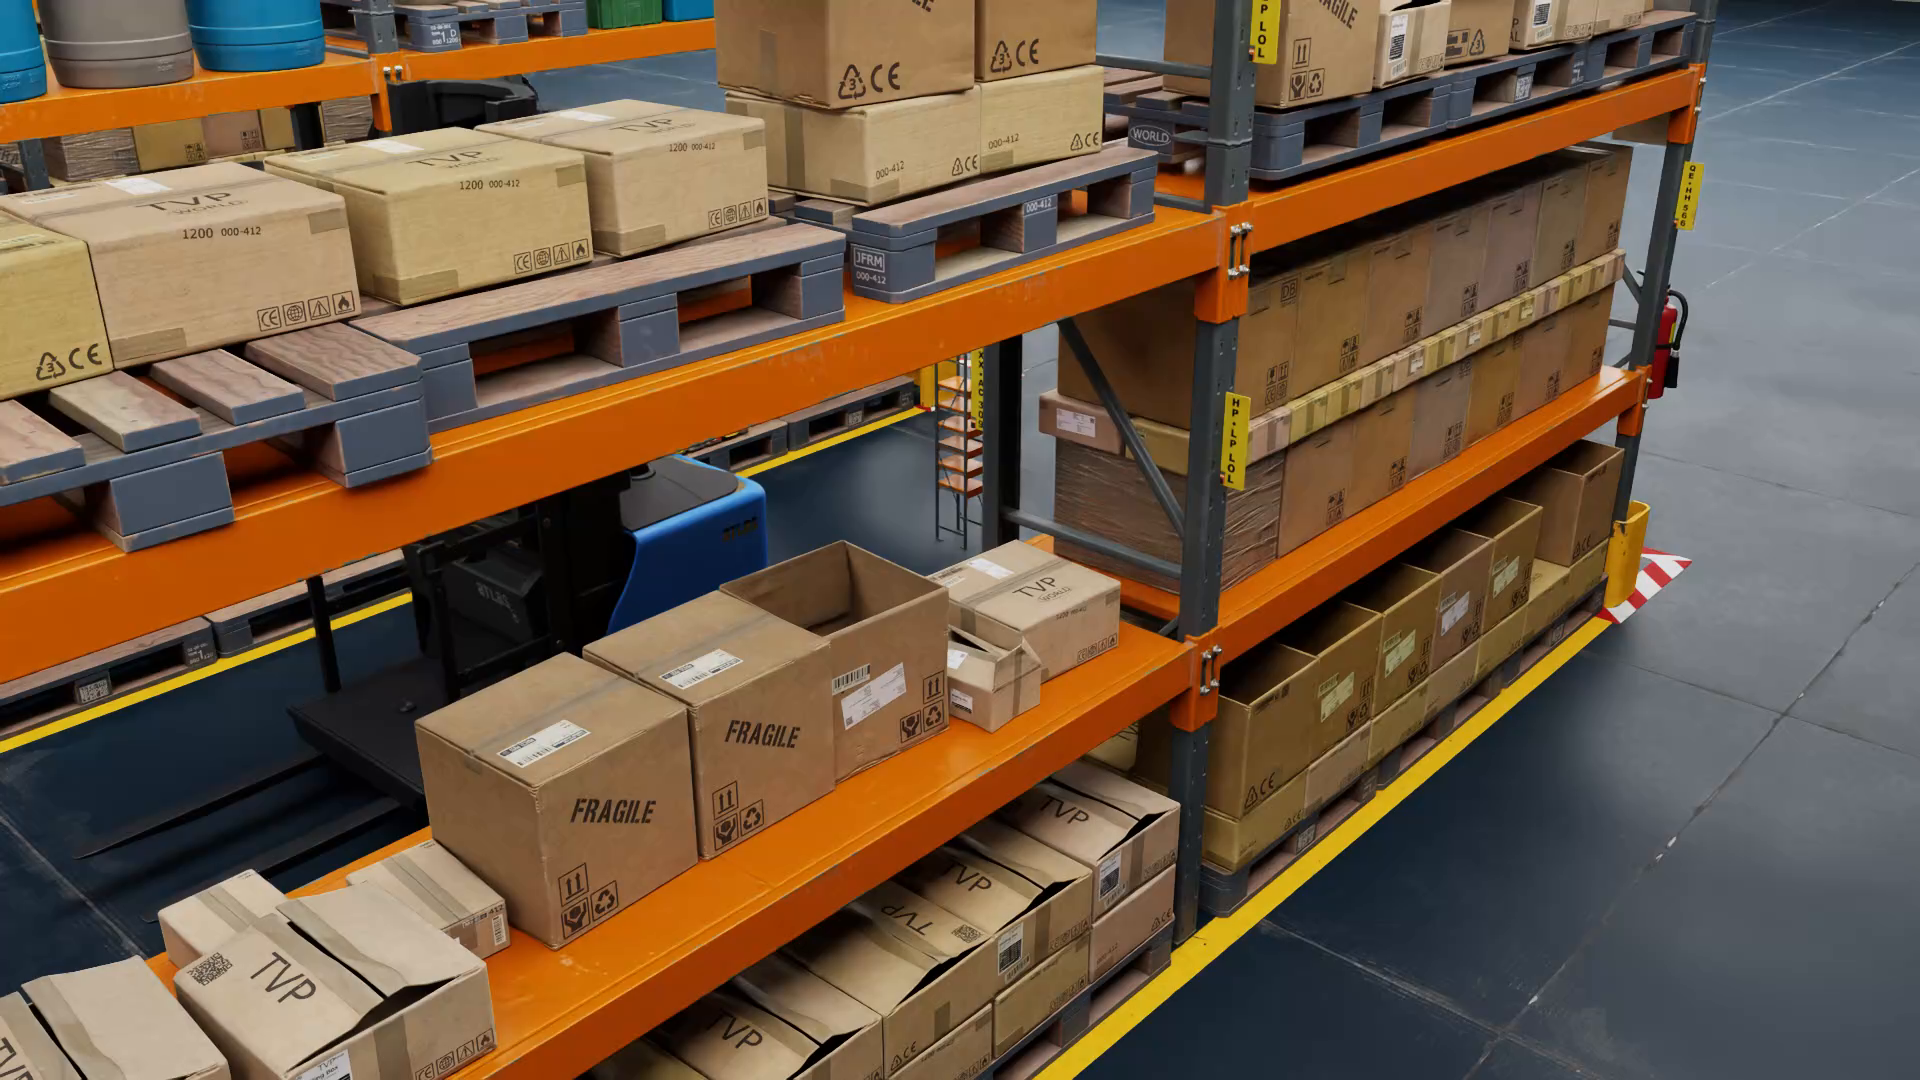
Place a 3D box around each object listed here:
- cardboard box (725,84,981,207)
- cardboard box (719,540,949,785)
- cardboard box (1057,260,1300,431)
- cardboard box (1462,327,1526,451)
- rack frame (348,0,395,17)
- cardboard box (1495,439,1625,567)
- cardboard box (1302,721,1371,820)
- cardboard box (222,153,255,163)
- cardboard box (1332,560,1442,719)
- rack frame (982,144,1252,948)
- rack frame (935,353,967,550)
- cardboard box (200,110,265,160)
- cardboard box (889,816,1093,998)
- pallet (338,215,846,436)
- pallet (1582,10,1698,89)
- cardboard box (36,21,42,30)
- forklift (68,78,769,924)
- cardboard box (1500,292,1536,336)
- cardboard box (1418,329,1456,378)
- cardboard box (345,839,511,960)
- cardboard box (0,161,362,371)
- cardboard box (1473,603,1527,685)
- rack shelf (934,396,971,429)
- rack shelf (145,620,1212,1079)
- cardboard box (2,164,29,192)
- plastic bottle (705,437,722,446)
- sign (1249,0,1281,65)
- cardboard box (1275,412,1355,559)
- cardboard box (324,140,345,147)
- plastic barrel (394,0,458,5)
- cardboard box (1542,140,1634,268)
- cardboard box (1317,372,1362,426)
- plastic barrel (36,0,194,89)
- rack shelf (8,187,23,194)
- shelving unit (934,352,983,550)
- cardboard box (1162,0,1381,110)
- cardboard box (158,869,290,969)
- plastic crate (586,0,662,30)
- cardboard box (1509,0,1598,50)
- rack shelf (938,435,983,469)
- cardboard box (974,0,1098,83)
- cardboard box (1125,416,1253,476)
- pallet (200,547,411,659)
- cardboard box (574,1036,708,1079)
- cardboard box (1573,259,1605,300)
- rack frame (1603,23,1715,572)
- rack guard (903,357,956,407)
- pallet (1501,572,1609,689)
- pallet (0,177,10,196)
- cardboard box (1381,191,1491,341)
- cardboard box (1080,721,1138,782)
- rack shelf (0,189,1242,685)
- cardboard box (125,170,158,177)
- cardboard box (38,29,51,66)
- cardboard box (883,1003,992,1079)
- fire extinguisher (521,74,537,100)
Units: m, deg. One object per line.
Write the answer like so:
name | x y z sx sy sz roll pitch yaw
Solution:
cardboard box | -0.289 -1.117 4.578 0.500 0.250 0.500 17 29 33
cardboard box | -0.382 0.366 5.144 0.500 0.500 0.500 -22 32 -39
cardboard box | 0.786 -0.753 6.054 0.700 0.500 0.500 20 31 38
cardboard box | 2.160 -0.793 7.729 0.700 0.500 0.500 20 31 38
rack frame | -3.192 -4.069 7.826 1.000 3.000 0.127 20 31 38
cardboard box | 3.027 -0.231 8.530 0.500 0.500 0.500 20 31 38
cardboard box | 1.367 0.876 6.978 0.500 0.250 0.500 20 31 38
cardboard box | -5.697 -2.940 12.949 0.380 0.149 0.250 20 31 38
cardboard box | 1.704 0.382 7.162 0.500 0.500 0.500 20 31 38
rack frame | 0.494 0.022 6.035 1.000 3.000 0.127 20 31 38
rack frame | -0.051 -0.524 9.452 0.240 1.200 0.006 20 31 38
cardboard box | -5.916 -3.308 12.976 0.875 0.500 0.500 20 31 38
cardboard box | 0.095 1.191 5.589 0.500 0.311 0.500 21 32 39
pallet | -1.045 -0.615 4.019 1.003 0.211 1.213 22 32 40
pallet | 2.673 -2.317 7.692 1.003 0.211 1.213 20 31 38
cardboard box | -6.785 -3.534 12.258 0.500 0.500 0.500 20 31 38
forklift | -2.233 -0.290 6.814 1.130 2.935 3.031 20 31 37
cardboard box | 2.362 -1.056 7.523 0.380 0.149 0.250 21 32 39
cardboard box | 1.849 -0.822 7.001 0.380 0.149 0.250 20 31 37
cardboard box | -1.366 0.951 4.269 0.250 0.149 0.380 -21 32 -39
cardboard box | -1.578 -0.569 3.357 0.500 0.250 0.500 21 32 39
cardboard box | 2.369 0.419 7.997 0.500 0.250 0.500 20 31 38
rack shelf | 0.010 -0.730 9.434 0.258 0.103 0.180 20 31 38
rack shelf | -0.841 0.960 4.823 1.077 0.370 4.000 20 31 38
cardboard box | -6.956 -2.715 12.447 0.380 0.149 0.250 20 31 38
plastic bottle | -1.610 -0.760 10.569 0.152 0.276 0.135 20 31 38
sign | 0.905 -1.581 4.927 0.100 0.325 0.005 20 31 38
cardboard box | 1.133 -0.323 6.682 0.700 0.500 0.500 20 31 37
cardboard box | -5.170 -3.159 13.437 0.380 0.149 0.250 20 31 38
plastic barrel | -2.758 -3.021 8.504 0.421 0.512 0.421 0 24 0
cardboard box | 2.807 -1.679 8.121 0.700 0.500 0.500 20 31 38
cardboard box | 1.330 -0.584 6.472 0.380 0.149 0.250 20 31 37
plastic barrel | -3.806 -2.516 7.415 0.600 0.901 0.600 0 24 0
rack shelf | -5.546 -2.965 13.576 1.077 0.370 4.000 20 31 38
shelving unit | 0.010 -0.552 9.514 0.258 1.200 0.189 20 31 38
cardboard box | 1.027 -1.729 5.468 0.500 0.500 0.500 -21 32 -39
cardboard box | -1.781 1.006 4.147 0.380 0.149 0.250 20 31 38
plastic crate | -1.936 -3.010 9.390 0.336 0.188 0.450 20 31 38
cardboard box | 2.220 -2.188 6.722 0.500 0.311 0.500 -20 31 -37
rack shelf | 0.010 -0.511 9.533 0.258 0.103 0.180 20 31 38
cardboard box | 0.053 -1.635 4.817 0.500 0.500 0.500 21 31 38
cardboard box | 0.818 -0.349 5.946 0.380 0.149 0.250 20 31 37
pallet | -3.687 0.191 9.067 1.003 0.211 1.213 20 31 38
cardboard box | -0.921 1.651 4.563 0.500 0.311 0.500 19 30 36
cardboard box | 2.877 -1.290 8.045 0.380 0.149 0.250 21 32 39
rack frame | 3.164 -1.197 8.753 1.000 3.000 0.127 20 31 38
rack guard | -0.538 -1.374 12.203 1.175 0.500 0.348 20 31 38
pallet | 2.684 0.320 8.778 1.003 0.211 1.213 20 31 38
pallet | -7.499 -2.403 11.679 1.003 0.211 1.213 20 31 38
cardboard box | 1.790 -1.211 7.077 0.700 0.500 0.500 20 31 38
cardboard box | 0.641 0.884 6.959 0.500 0.250 0.500 20 31 38
rack shelf | -0.841 -0.409 4.209 1.077 0.370 4.000 20 31 38
cardboard box | -6.190 -2.709 12.433 0.380 0.149 0.250 20 31 38
cardboard box | -6.391 -3.389 11.935 0.500 0.500 0.500 20 31 38
cardboard box | -0.247 1.600 5.362 0.500 0.250 0.500 21 32 39
fire extinguisher | -3.791 -3.777 14.601 0.296 0.674 0.183 20 31 38
